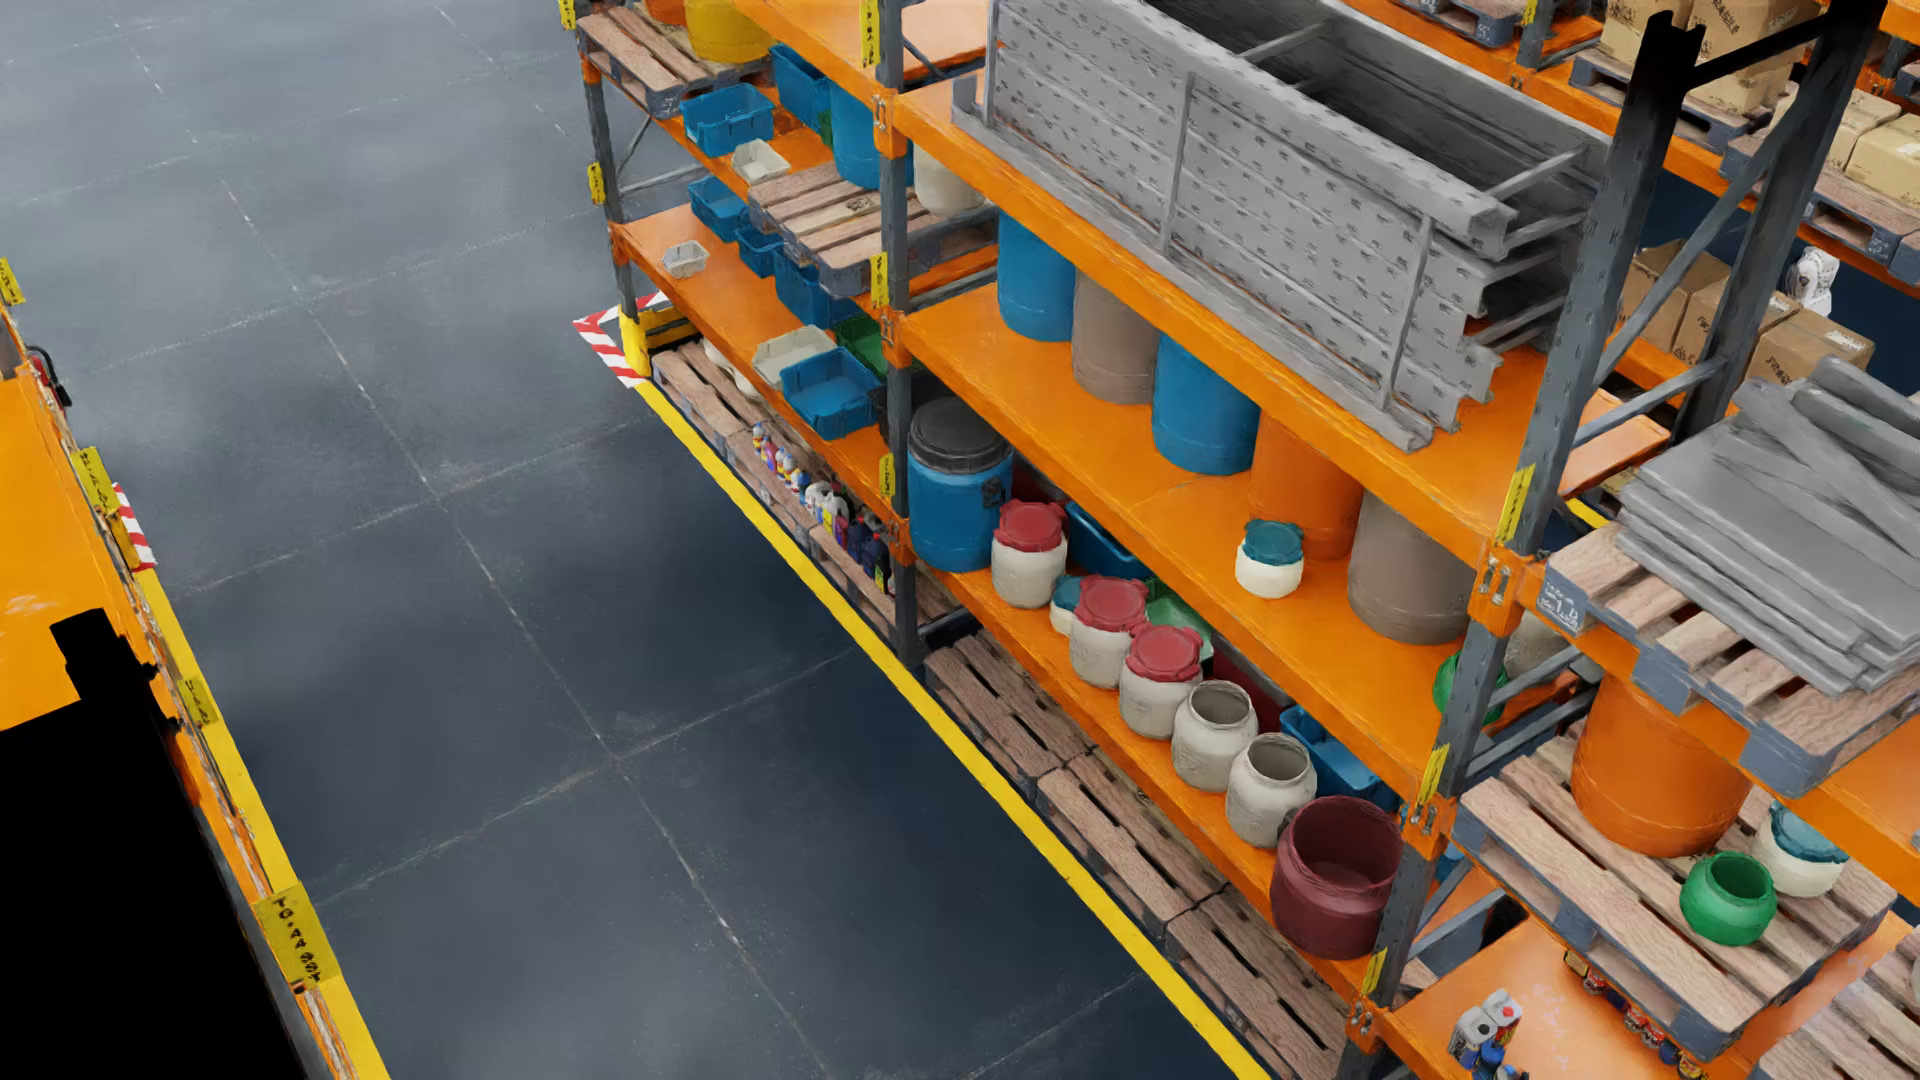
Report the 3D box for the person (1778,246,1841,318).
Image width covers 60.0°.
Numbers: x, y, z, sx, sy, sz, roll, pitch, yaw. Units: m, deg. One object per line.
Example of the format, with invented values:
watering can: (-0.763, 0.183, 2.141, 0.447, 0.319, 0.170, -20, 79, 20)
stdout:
person: (6.281, -1.725, 12.434, 0.495, 1.589, 1.086, -23, 47, -23)
